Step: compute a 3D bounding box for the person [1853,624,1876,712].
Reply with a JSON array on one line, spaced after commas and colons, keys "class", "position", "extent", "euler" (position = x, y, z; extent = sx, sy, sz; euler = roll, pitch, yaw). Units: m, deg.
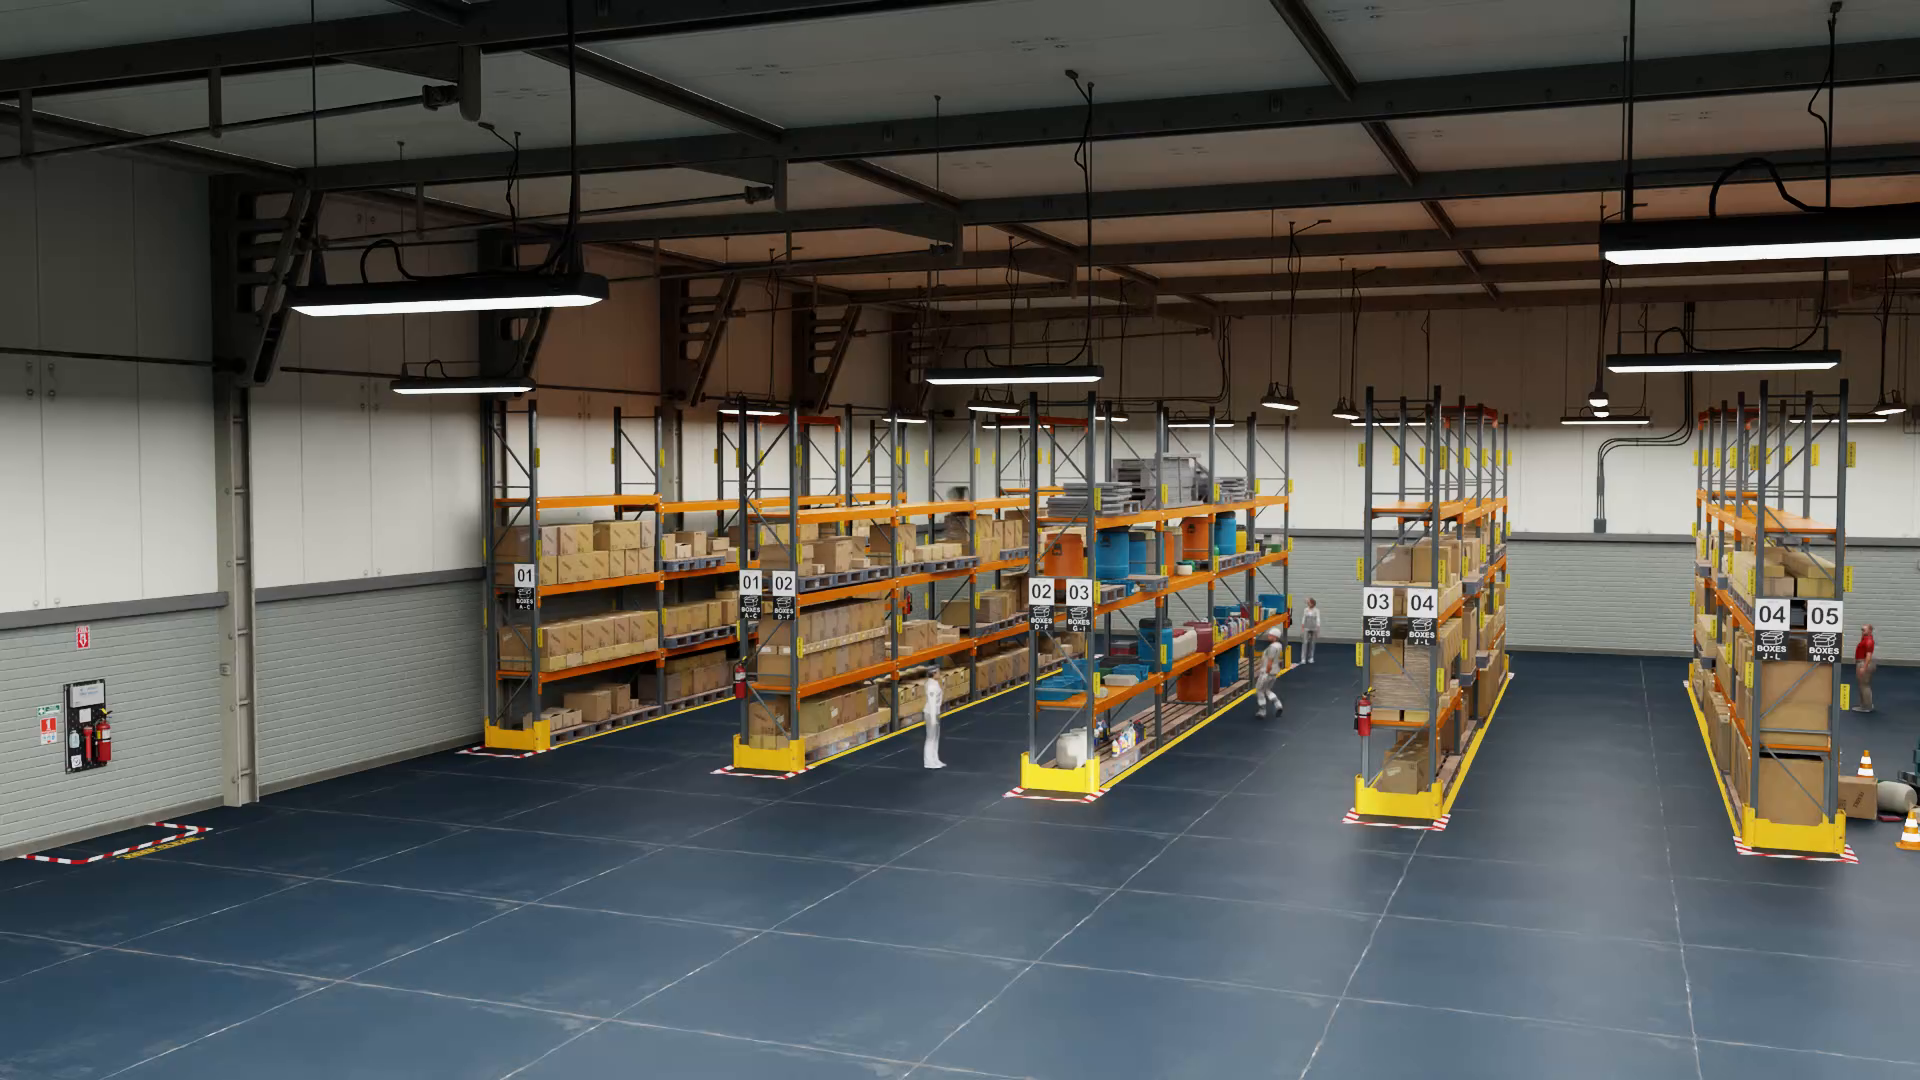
[{"class": "person", "position": [17.857, 2.553, 32.837], "extent": [0.579, 1.779, 0.428], "euler": [-2, 4, -41]}]

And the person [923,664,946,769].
[{"class": "person", "position": [-0.408, 2.858, 26.871], "extent": [0.392, 1.721, 0.550], "euler": [0, 3, -1]}]

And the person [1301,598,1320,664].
[{"class": "person", "position": [8.546, 2.220, 40.540], "extent": [0.469, 1.596, 0.454], "euler": [1, 3, 13]}]

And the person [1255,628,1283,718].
[{"class": "person", "position": [5.902, 2.563, 32.000], "extent": [0.577, 1.751, 0.567], "euler": [2, 4, 41]}]
